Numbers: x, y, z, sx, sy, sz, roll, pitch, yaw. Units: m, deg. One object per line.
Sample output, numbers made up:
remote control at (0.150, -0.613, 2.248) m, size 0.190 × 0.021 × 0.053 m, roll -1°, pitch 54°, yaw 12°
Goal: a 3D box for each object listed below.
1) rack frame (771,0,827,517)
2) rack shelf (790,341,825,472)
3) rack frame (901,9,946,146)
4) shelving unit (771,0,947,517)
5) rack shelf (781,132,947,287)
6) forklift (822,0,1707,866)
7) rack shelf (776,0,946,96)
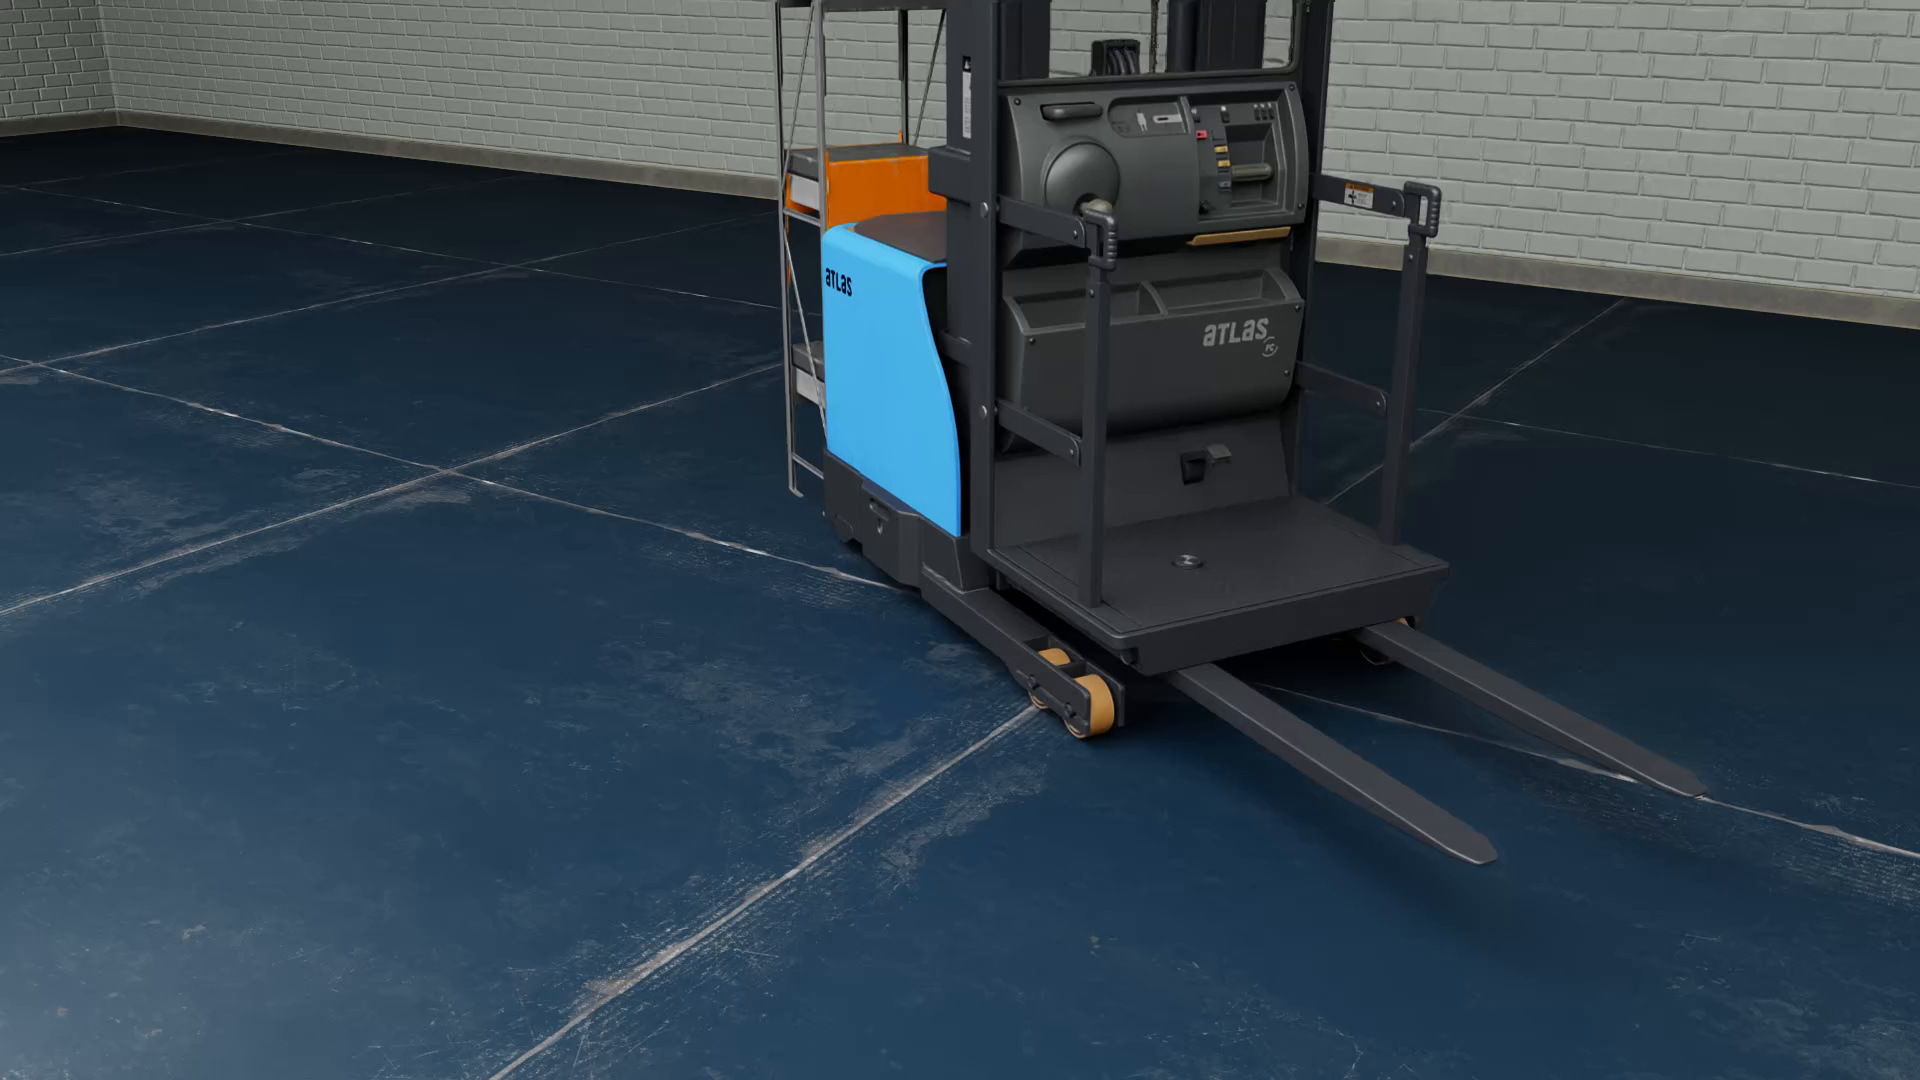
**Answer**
rack frame at (-0.543, -1.111, 5.743) m, size 0.015 × 2.100 × 0.400 m, roll -10°, pitch 23°, yaw -26°
rack shelf at (-0.328, -0.482, 6.098) m, size 0.480 × 0.518 × 0.431 m, roll -10°, pitch 23°, yaw -26°
rack frame at (-0.113, -1.191, 5.958) m, size 0.015 × 2.100 × 0.400 m, roll -10°, pitch 23°, yaw -26°
shelving unit at (-0.328, -1.151, 5.851) m, size 0.503 × 2.100 × 0.431 m, roll -10°, pitch 23°, yaw -26°
rack shelf at (-0.328, -1.138, 5.855) m, size 0.480 × 0.518 × 0.431 m, roll -10°, pitch 23°, yaw -26°
forklift at (0.650, -1.031, 4.328) m, size 1.130 × 2.935 × 3.031 m, roll -10°, pitch 23°, yaw -25°
rack shelf at (-0.328, -1.795, 5.612) m, size 0.480 × 0.518 × 0.431 m, roll -10°, pitch 23°, yaw -26°
